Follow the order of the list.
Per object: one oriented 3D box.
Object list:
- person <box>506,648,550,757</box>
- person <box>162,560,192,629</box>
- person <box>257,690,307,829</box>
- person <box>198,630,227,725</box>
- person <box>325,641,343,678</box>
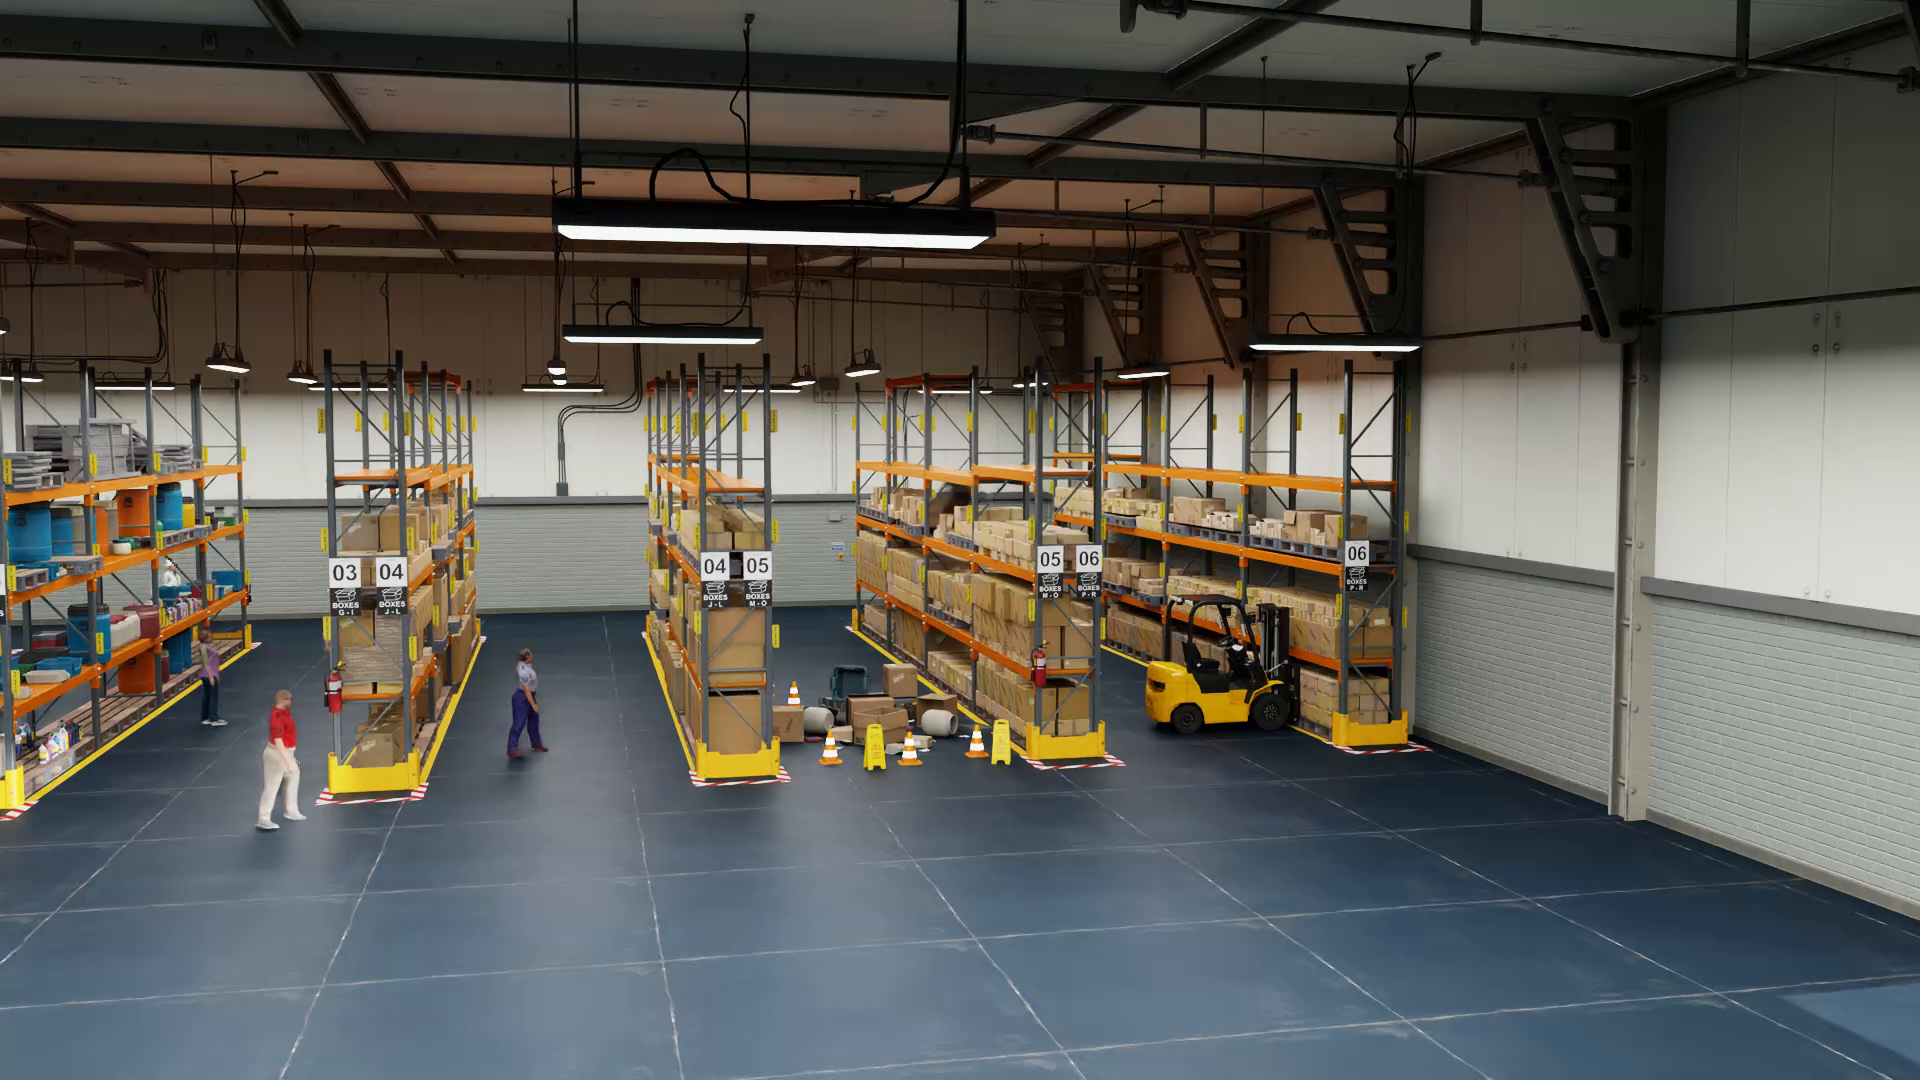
[{"bbox_3d":[-6.560,2.443,25.197,0.576,1.662,0.673,0,4,-5],"label":"person"},{"bbox_3d":[-19.122,1.339,40.285,0.968,1.729,0.576,1,4,8],"label":"person"},{"bbox_3d":[-8.471,2.740,20.786,0.552,1.784,0.709,0,4,-6],"label":"person"},{"bbox_3d":[-12.405,2.279,27.588,0.399,1.588,0.479,-3,5,-32],"label":"person"},{"bbox_3d":[-11.763,1.980,31.607,0.599,1.613,1.039,-1,4,-14],"label":"person"}]
